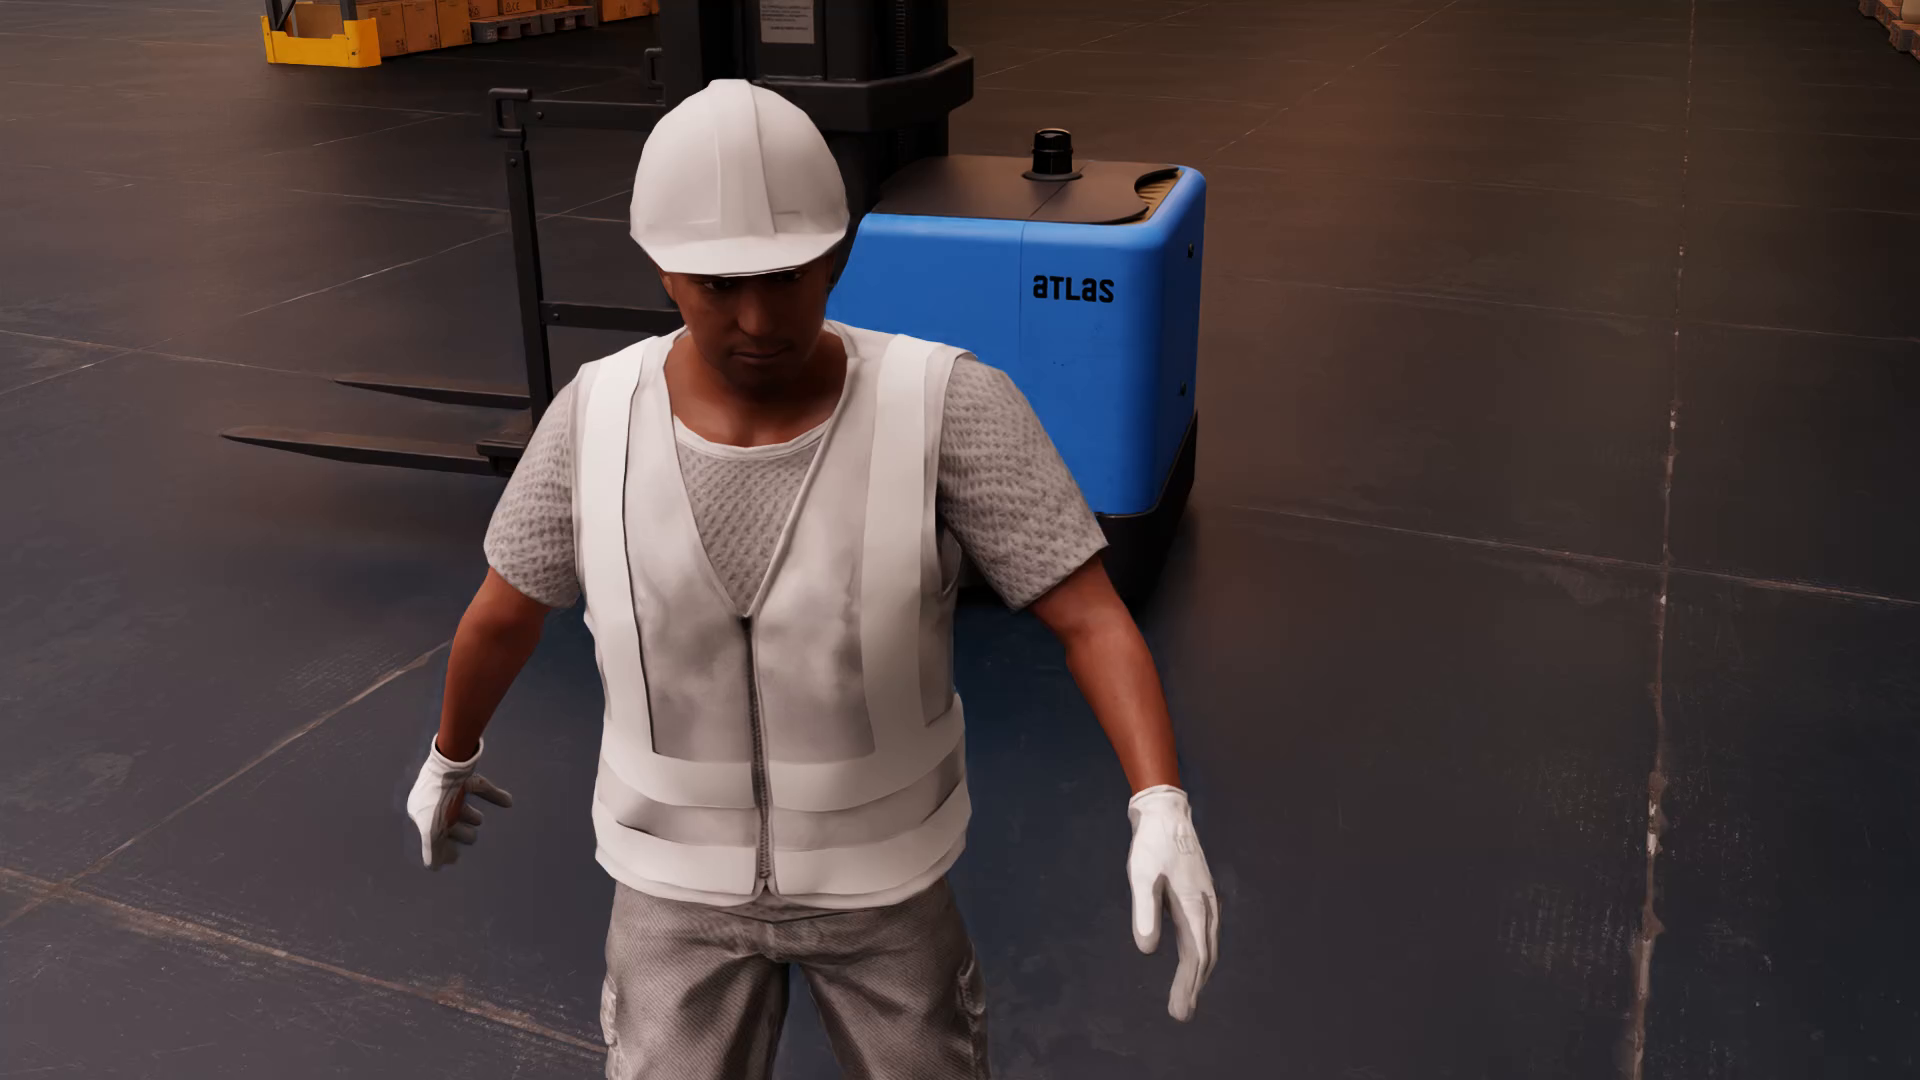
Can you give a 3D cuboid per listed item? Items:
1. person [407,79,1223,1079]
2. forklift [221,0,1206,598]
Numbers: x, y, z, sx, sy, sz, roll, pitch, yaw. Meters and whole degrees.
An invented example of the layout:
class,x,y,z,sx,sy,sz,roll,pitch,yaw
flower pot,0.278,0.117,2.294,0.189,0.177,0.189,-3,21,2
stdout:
class,x,y,z,sx,sy,sz,roll,pitch,yaw
person,-0.217,0.375,1.917,0.944,1.761,0.728,0,23,-1
forklift,-0.821,-1.461,4.788,3.031,2.935,1.130,6,23,14
